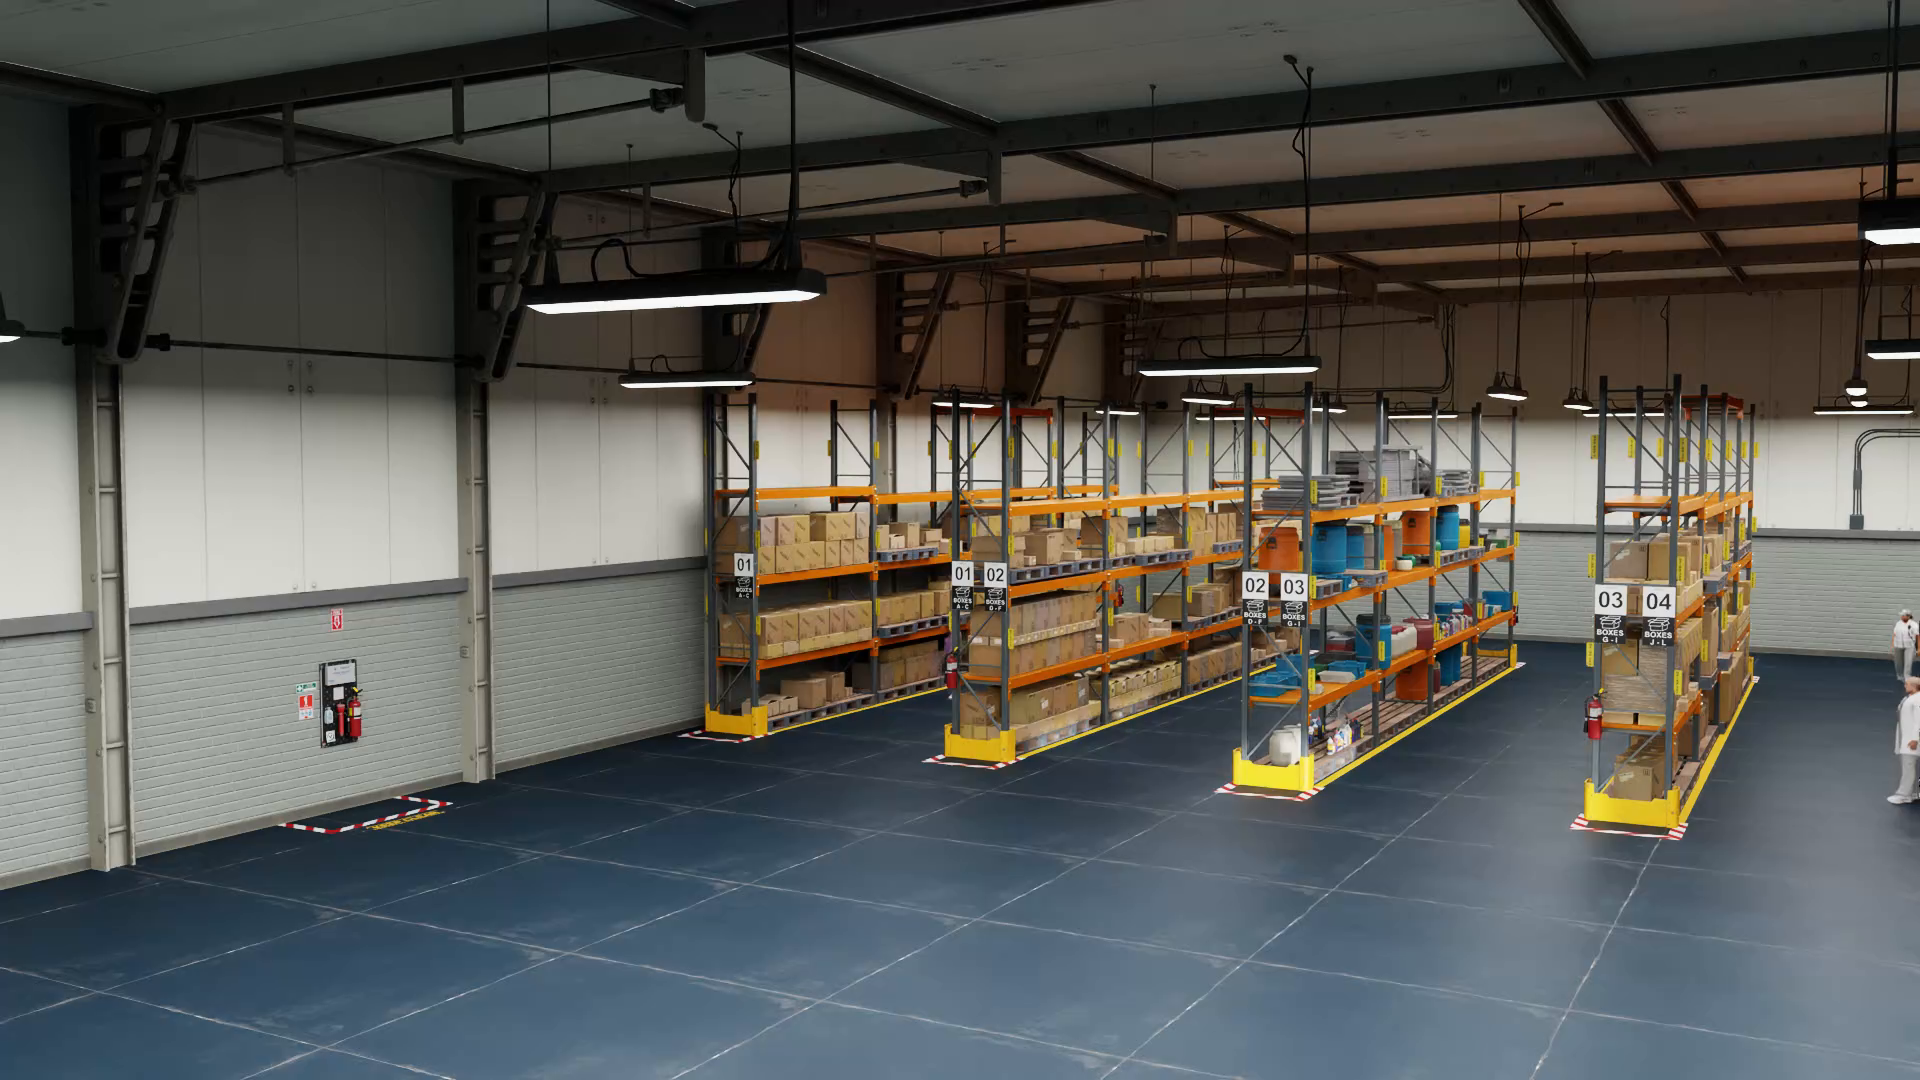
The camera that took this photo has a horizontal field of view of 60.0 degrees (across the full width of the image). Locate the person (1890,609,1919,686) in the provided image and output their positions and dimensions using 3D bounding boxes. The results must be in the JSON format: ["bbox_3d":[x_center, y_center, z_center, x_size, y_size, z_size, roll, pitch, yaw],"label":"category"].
[{"bbox_3d":[20.113,2.286,35.348,0.576,1.618,0.928,2,4,36],"label":"person"}]

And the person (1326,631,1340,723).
[{"bbox_3d":[6.785,2.529,30.401,0.523,1.732,0.474,-1,3,-21],"label":"person"}]

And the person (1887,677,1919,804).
[{"bbox_3d":[13.437,2.835,23.689,0.622,1.778,0.586,0,3,0],"label":"person"}]

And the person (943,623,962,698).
[{"bbox_3d":[-0.148,2.386,33.530,0.394,1.595,0.466,0,3,4],"label":"person"}]
